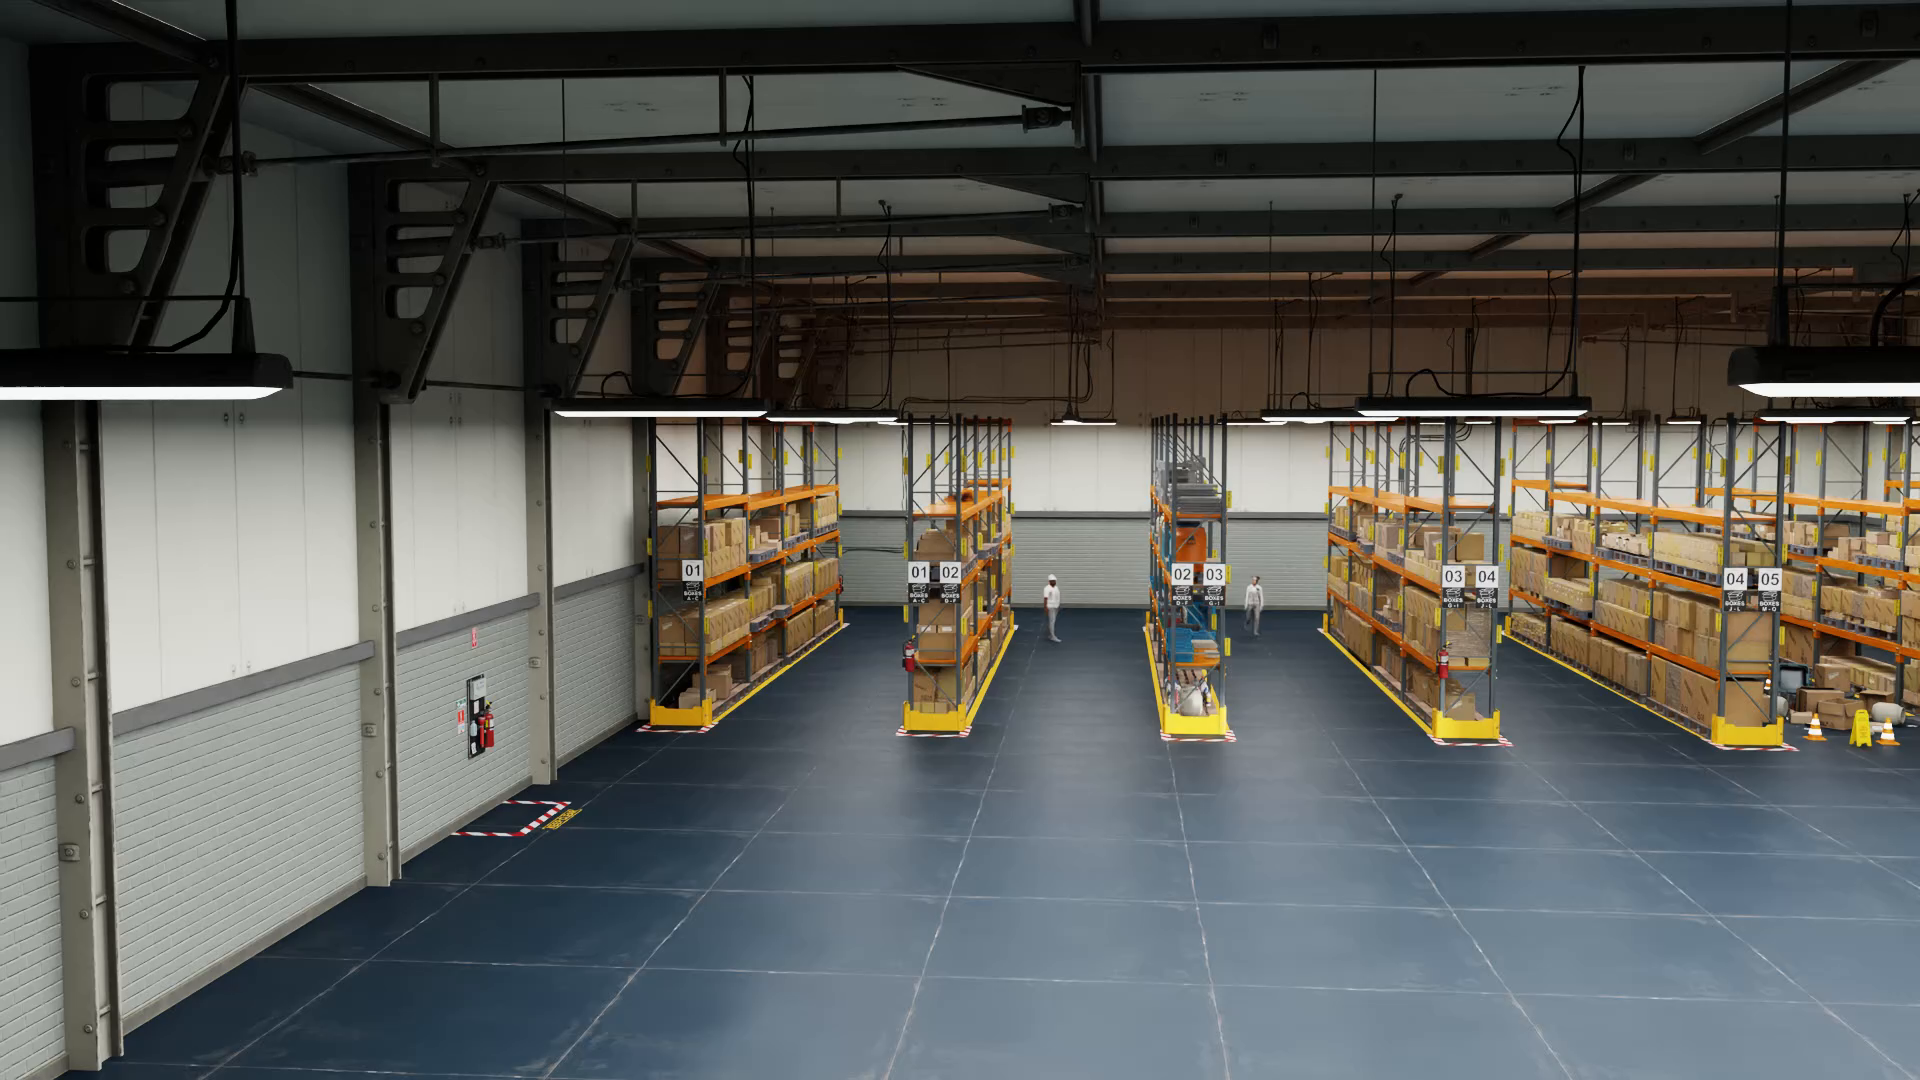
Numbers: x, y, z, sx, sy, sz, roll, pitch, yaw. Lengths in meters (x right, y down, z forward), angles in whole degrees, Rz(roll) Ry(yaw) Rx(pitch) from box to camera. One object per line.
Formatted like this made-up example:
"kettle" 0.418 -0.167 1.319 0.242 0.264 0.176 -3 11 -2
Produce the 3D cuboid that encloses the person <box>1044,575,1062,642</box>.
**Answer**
"person" 2.558 1.827 44.864 0.563 1.781 0.609 3 5 34

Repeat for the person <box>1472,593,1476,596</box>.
"person" 14.067 1.824 45.083 0.367 1.731 0.568 0 4 -4

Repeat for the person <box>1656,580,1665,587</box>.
"person" 18.419 1.883 43.790 0.505 1.783 0.632 1 4 16

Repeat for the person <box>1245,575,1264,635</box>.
"person" 8.142 1.786 46.033 0.514 1.652 0.707 0 4 3
